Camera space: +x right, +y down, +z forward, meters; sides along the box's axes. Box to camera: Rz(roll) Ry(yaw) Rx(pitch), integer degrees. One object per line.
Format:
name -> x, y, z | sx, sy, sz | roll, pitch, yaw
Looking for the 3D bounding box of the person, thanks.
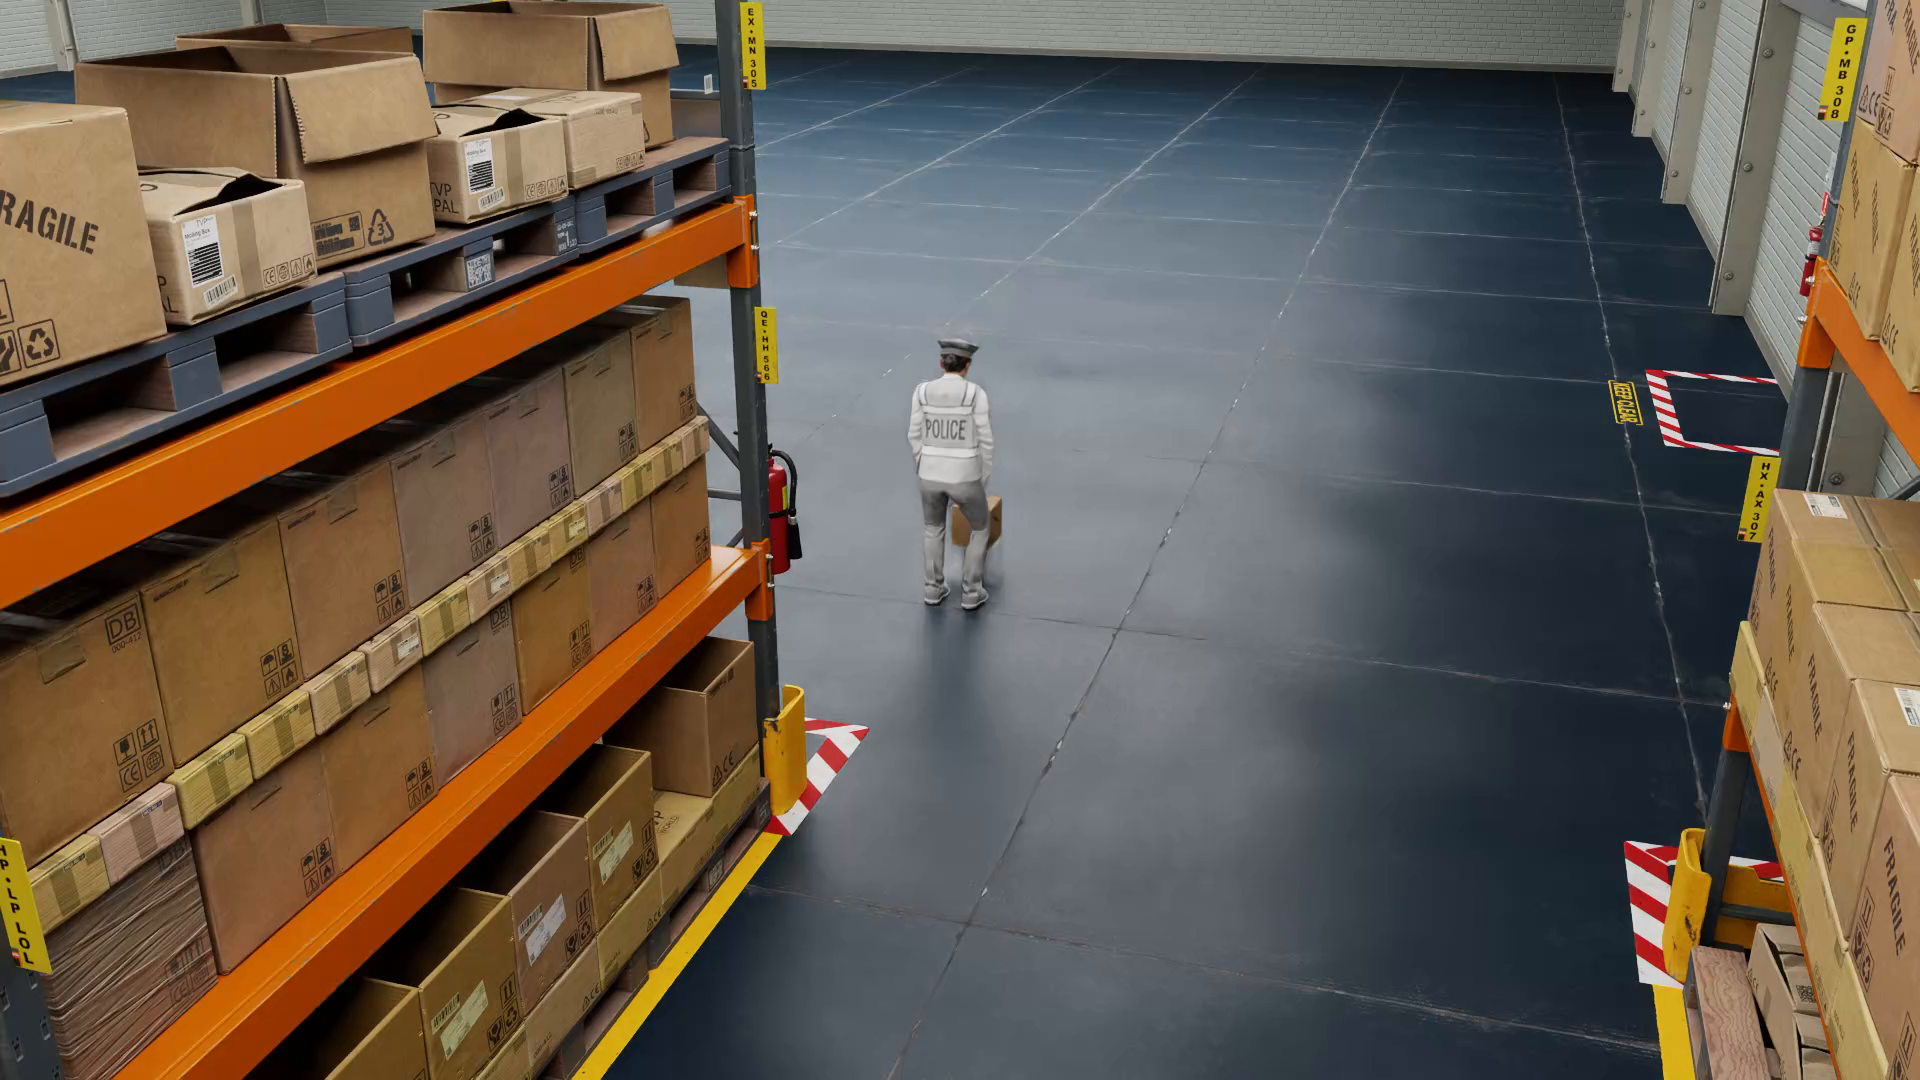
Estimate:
person -> -0.053, -0.381, 9.661 | 0.516, 1.576, 0.526 | 7, 23, 17
